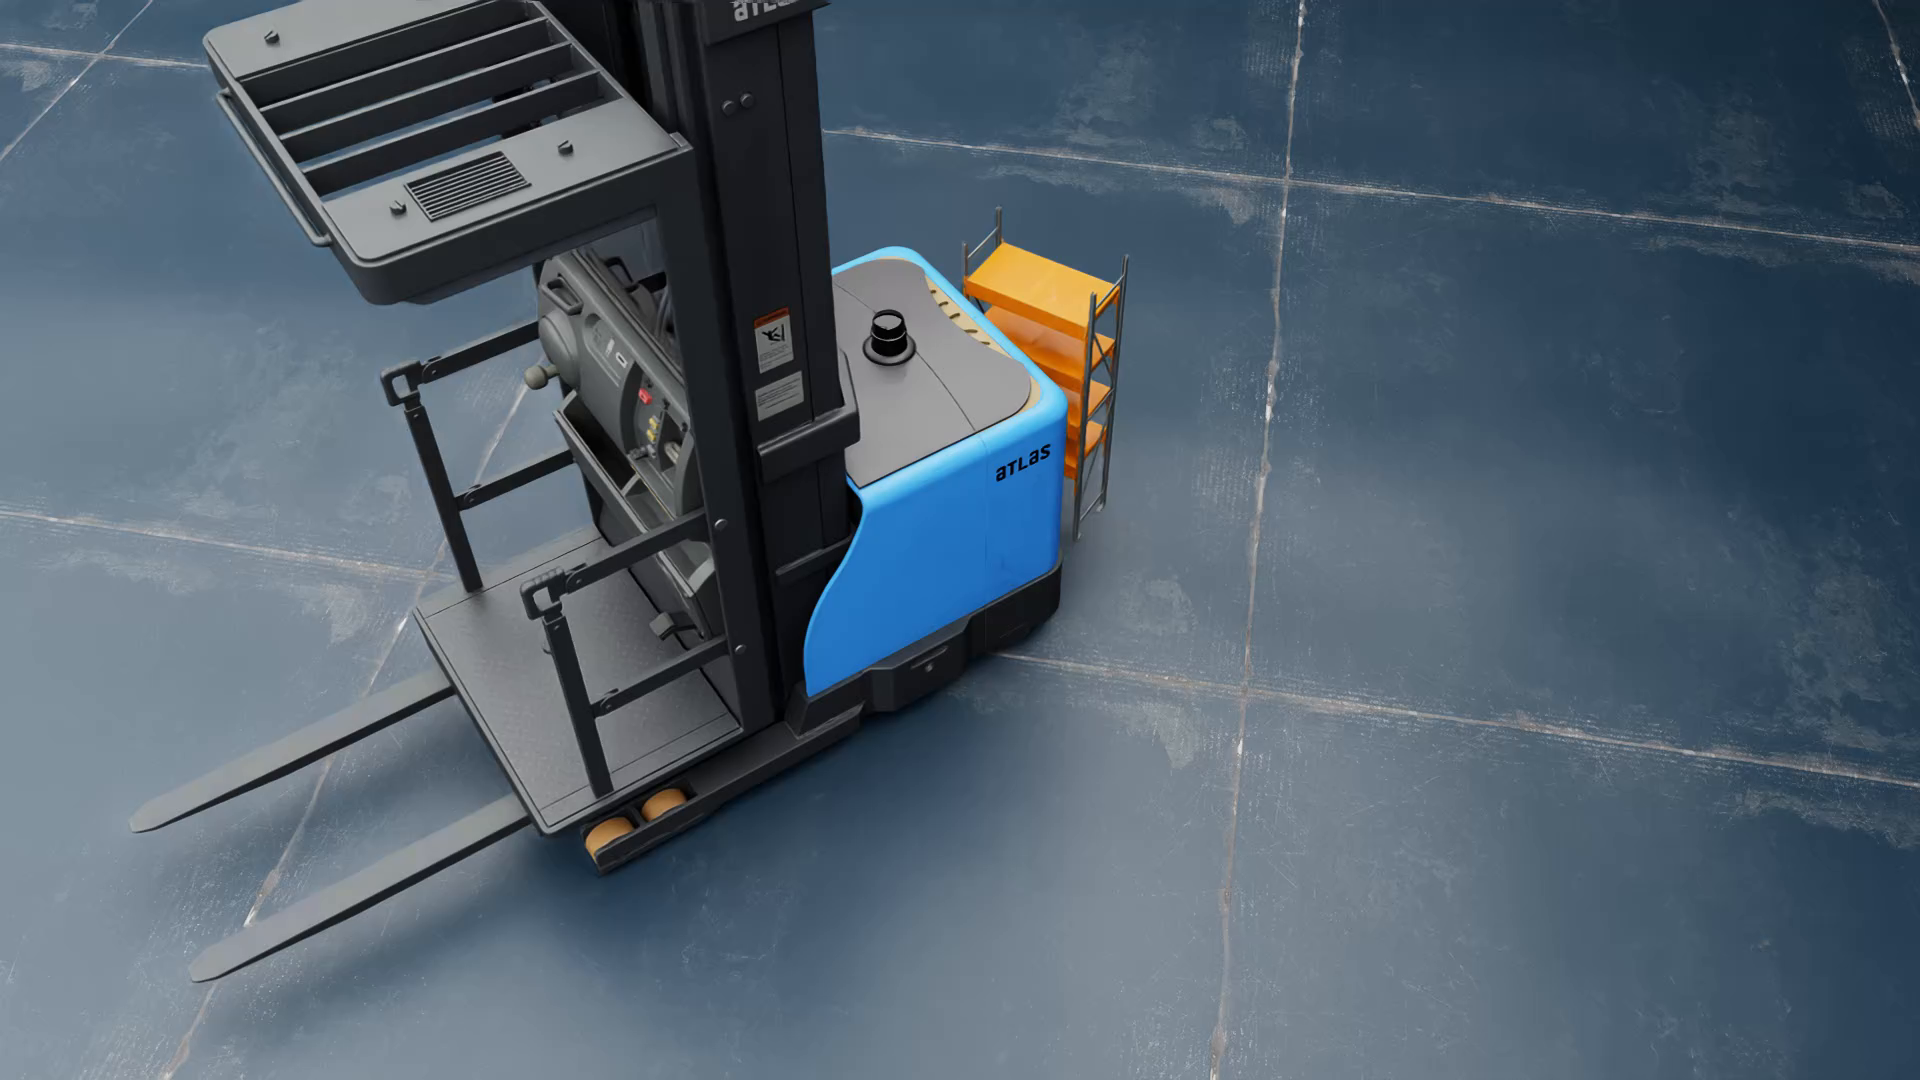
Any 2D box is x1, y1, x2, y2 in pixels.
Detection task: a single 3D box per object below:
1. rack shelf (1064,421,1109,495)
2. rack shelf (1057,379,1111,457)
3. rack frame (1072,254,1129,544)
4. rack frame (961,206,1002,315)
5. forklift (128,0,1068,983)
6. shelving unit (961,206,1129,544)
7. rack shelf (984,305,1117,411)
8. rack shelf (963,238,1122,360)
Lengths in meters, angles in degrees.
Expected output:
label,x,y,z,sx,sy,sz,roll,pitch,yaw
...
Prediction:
label,x,y,z,sx,sy,sz,roll,pitch,yaw
rack shelf,0.281,-0.382,6.144,0.480,0.148,0.258,25,53,21
rack shelf,0.281,-0.515,5.997,0.480,0.148,0.258,25,53,21
rack frame,0.489,-0.464,5.860,0.015,1.200,0.240,25,53,21
rack frame,0.074,-0.656,6.033,0.015,1.200,0.240,25,53,21
forklift,-1.149,-0.388,4.628,3.031,2.935,1.130,-27,53,-22
shelving unit,0.281,-0.560,5.947,0.503,1.200,0.258,25,53,21
rack shelf,0.281,-0.665,5.830,0.480,0.148,0.258,25,53,21
rack shelf,0.281,-0.823,5.654,0.480,0.148,0.258,25,53,21
